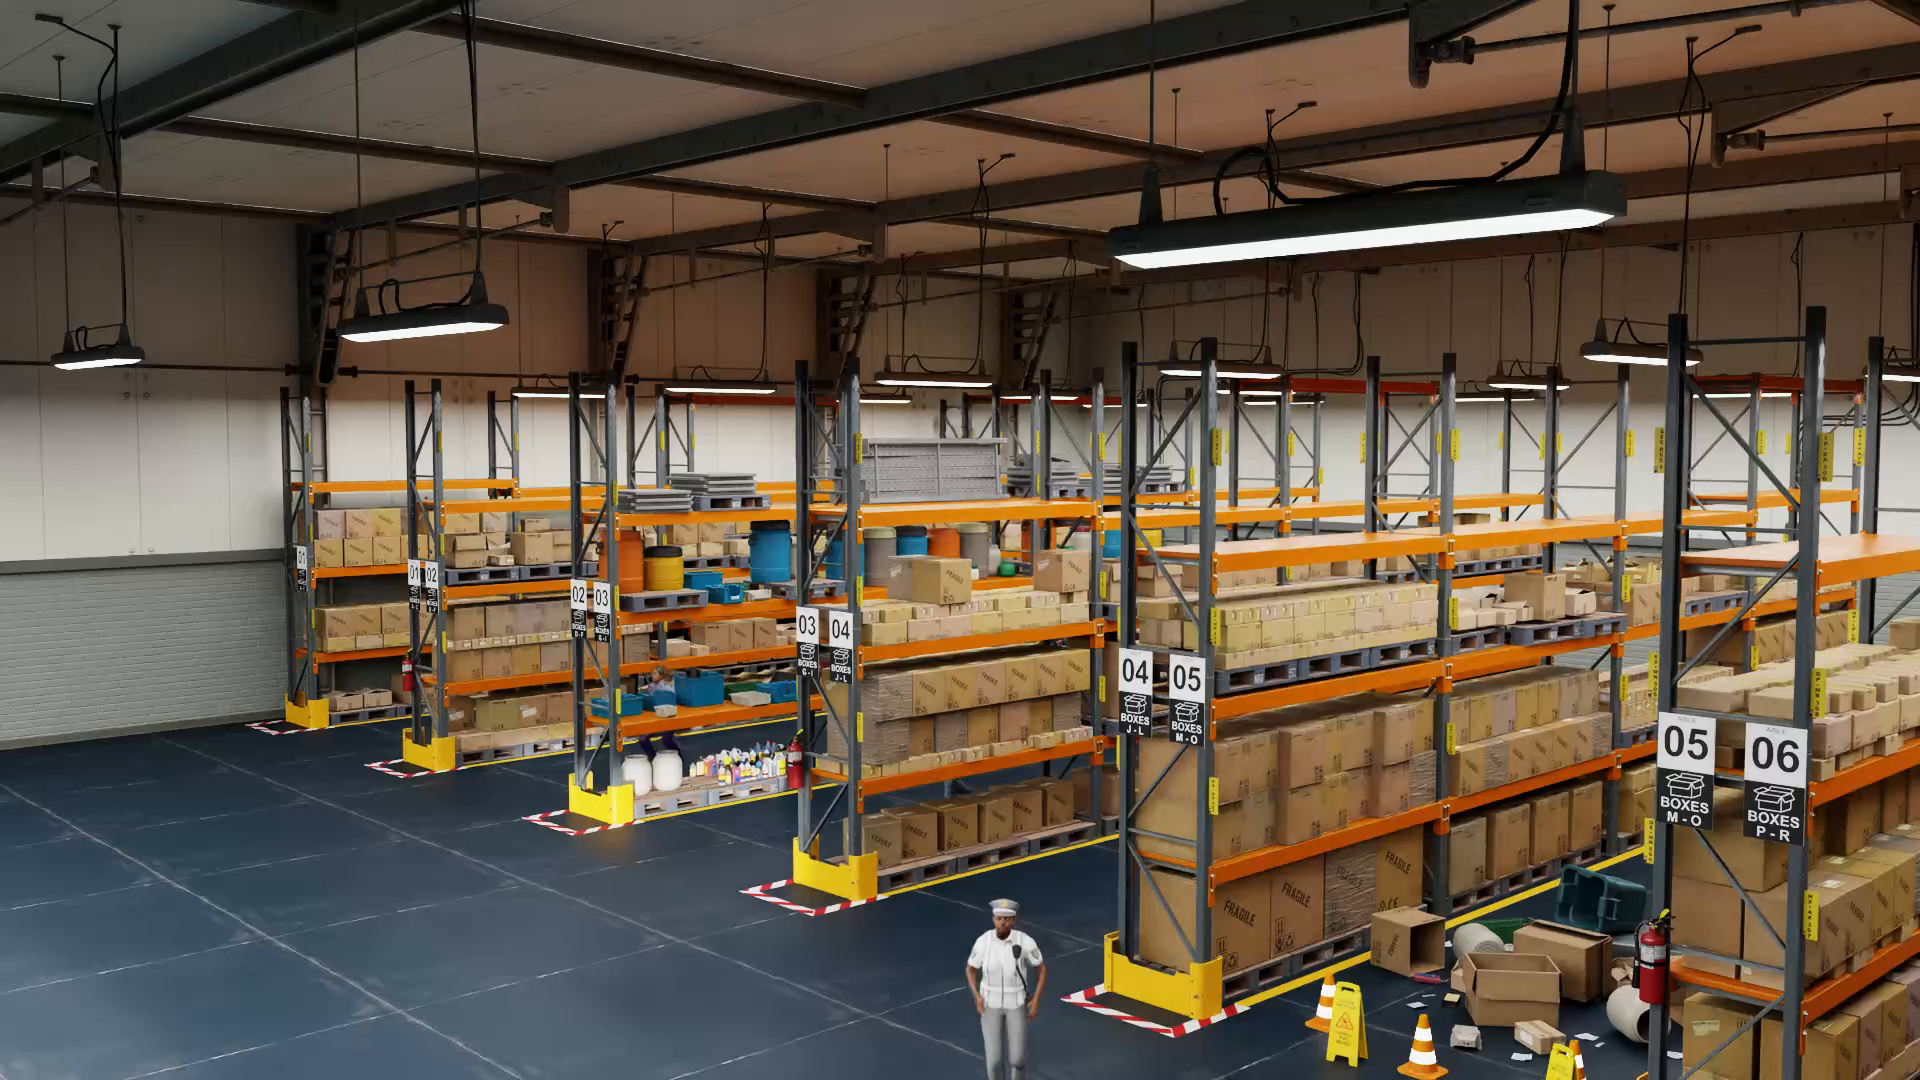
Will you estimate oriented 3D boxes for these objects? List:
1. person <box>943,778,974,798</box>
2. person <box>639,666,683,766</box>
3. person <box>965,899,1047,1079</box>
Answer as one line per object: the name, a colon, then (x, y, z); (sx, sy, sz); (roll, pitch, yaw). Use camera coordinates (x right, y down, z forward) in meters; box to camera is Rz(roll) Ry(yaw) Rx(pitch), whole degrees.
person: (-0.083, 2.862, 22.110); (0.700, 1.762, 0.957); (3, 5, 38)
person: (-4.539, 2.747, 25.139); (0.570, 1.688, 0.796); (3, 5, 37)
person: (0.349, 3.521, 12.704); (0.623, 1.647, 0.593); (0, 4, 6)
